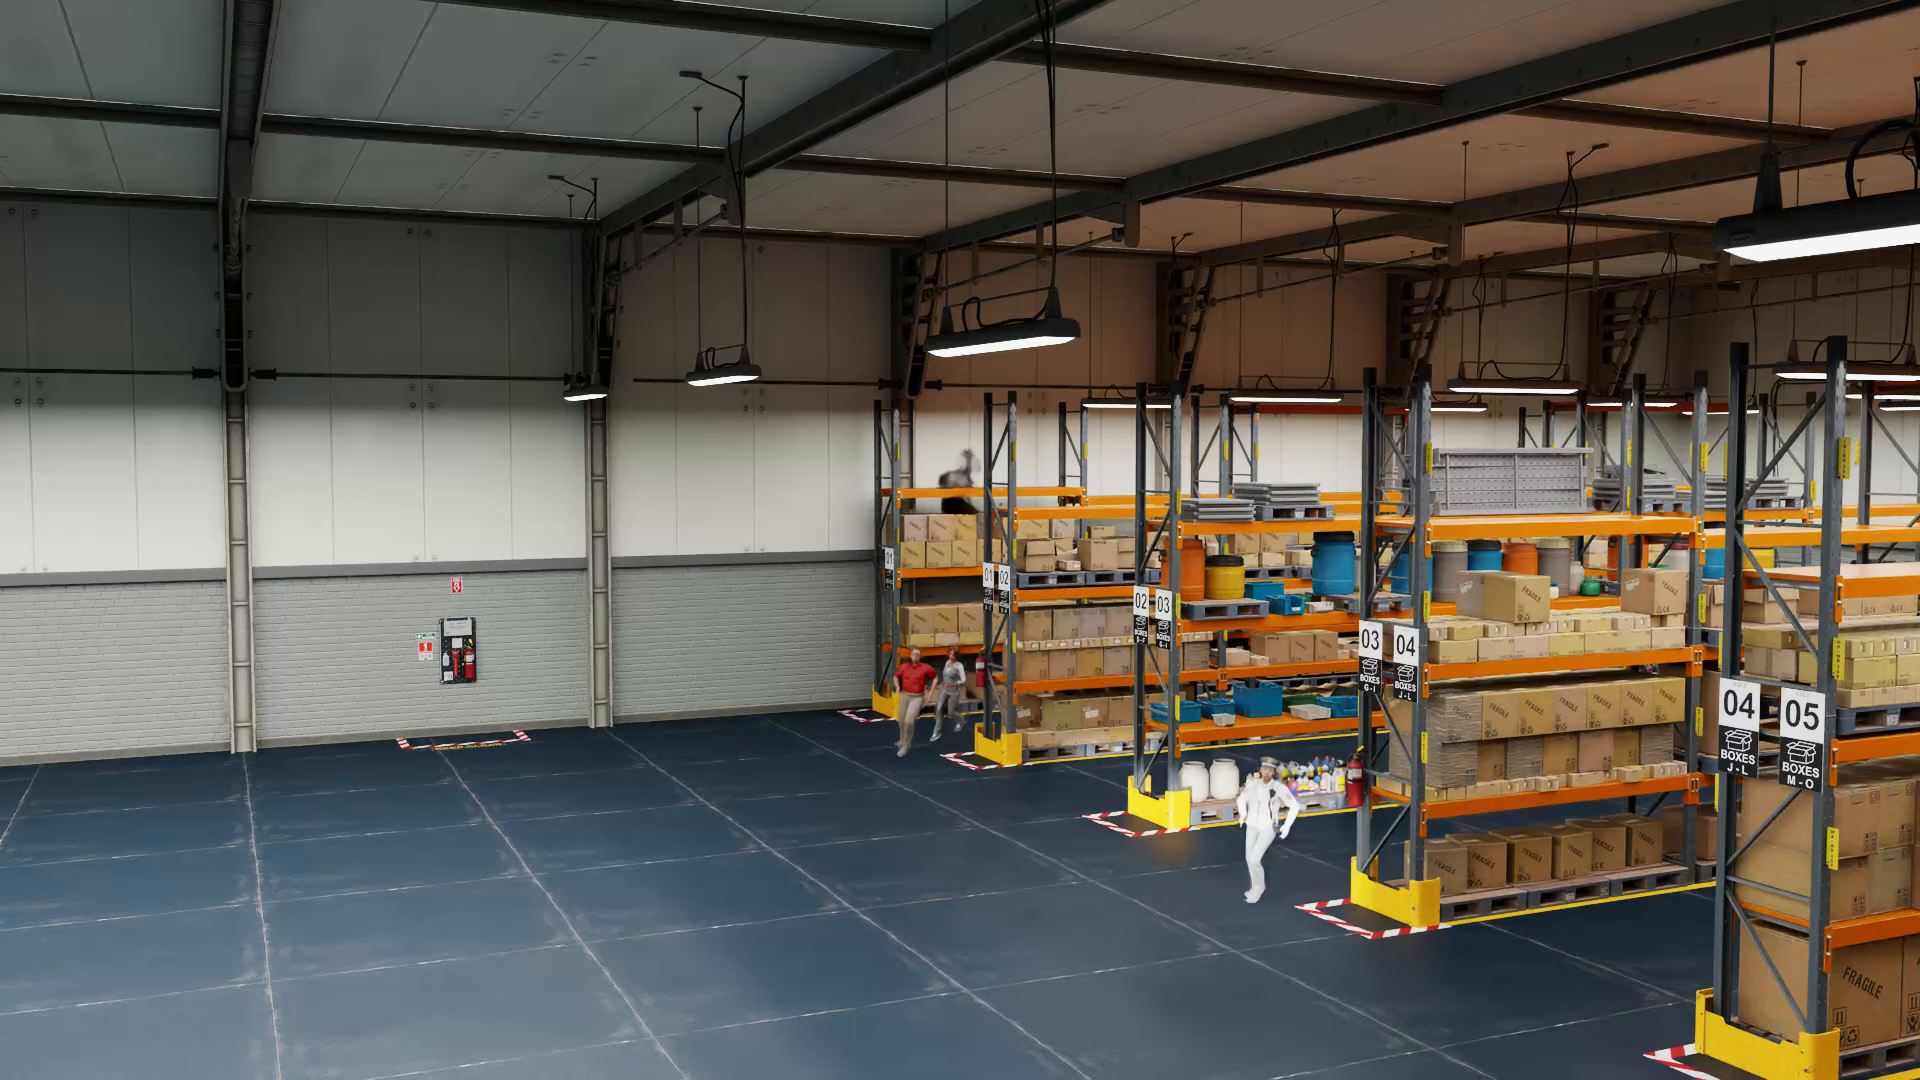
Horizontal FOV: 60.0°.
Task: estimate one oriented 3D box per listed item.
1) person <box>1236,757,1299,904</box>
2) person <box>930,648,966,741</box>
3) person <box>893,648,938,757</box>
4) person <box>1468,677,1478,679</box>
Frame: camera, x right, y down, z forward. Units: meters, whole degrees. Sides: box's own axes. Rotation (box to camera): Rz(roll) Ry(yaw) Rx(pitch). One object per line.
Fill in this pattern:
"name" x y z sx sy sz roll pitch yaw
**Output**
"person" 3.403 3.251 18.637 0.684 1.675 0.581 3 4 39
"person" -0.111 2.627 28.390 0.575 1.561 0.821 3 4 38
"person" -0.768 2.640 27.237 0.737 1.756 0.694 1 4 20
"person" 8.299 2.681 27.468 0.777 1.828 0.674 -2 4 -29
